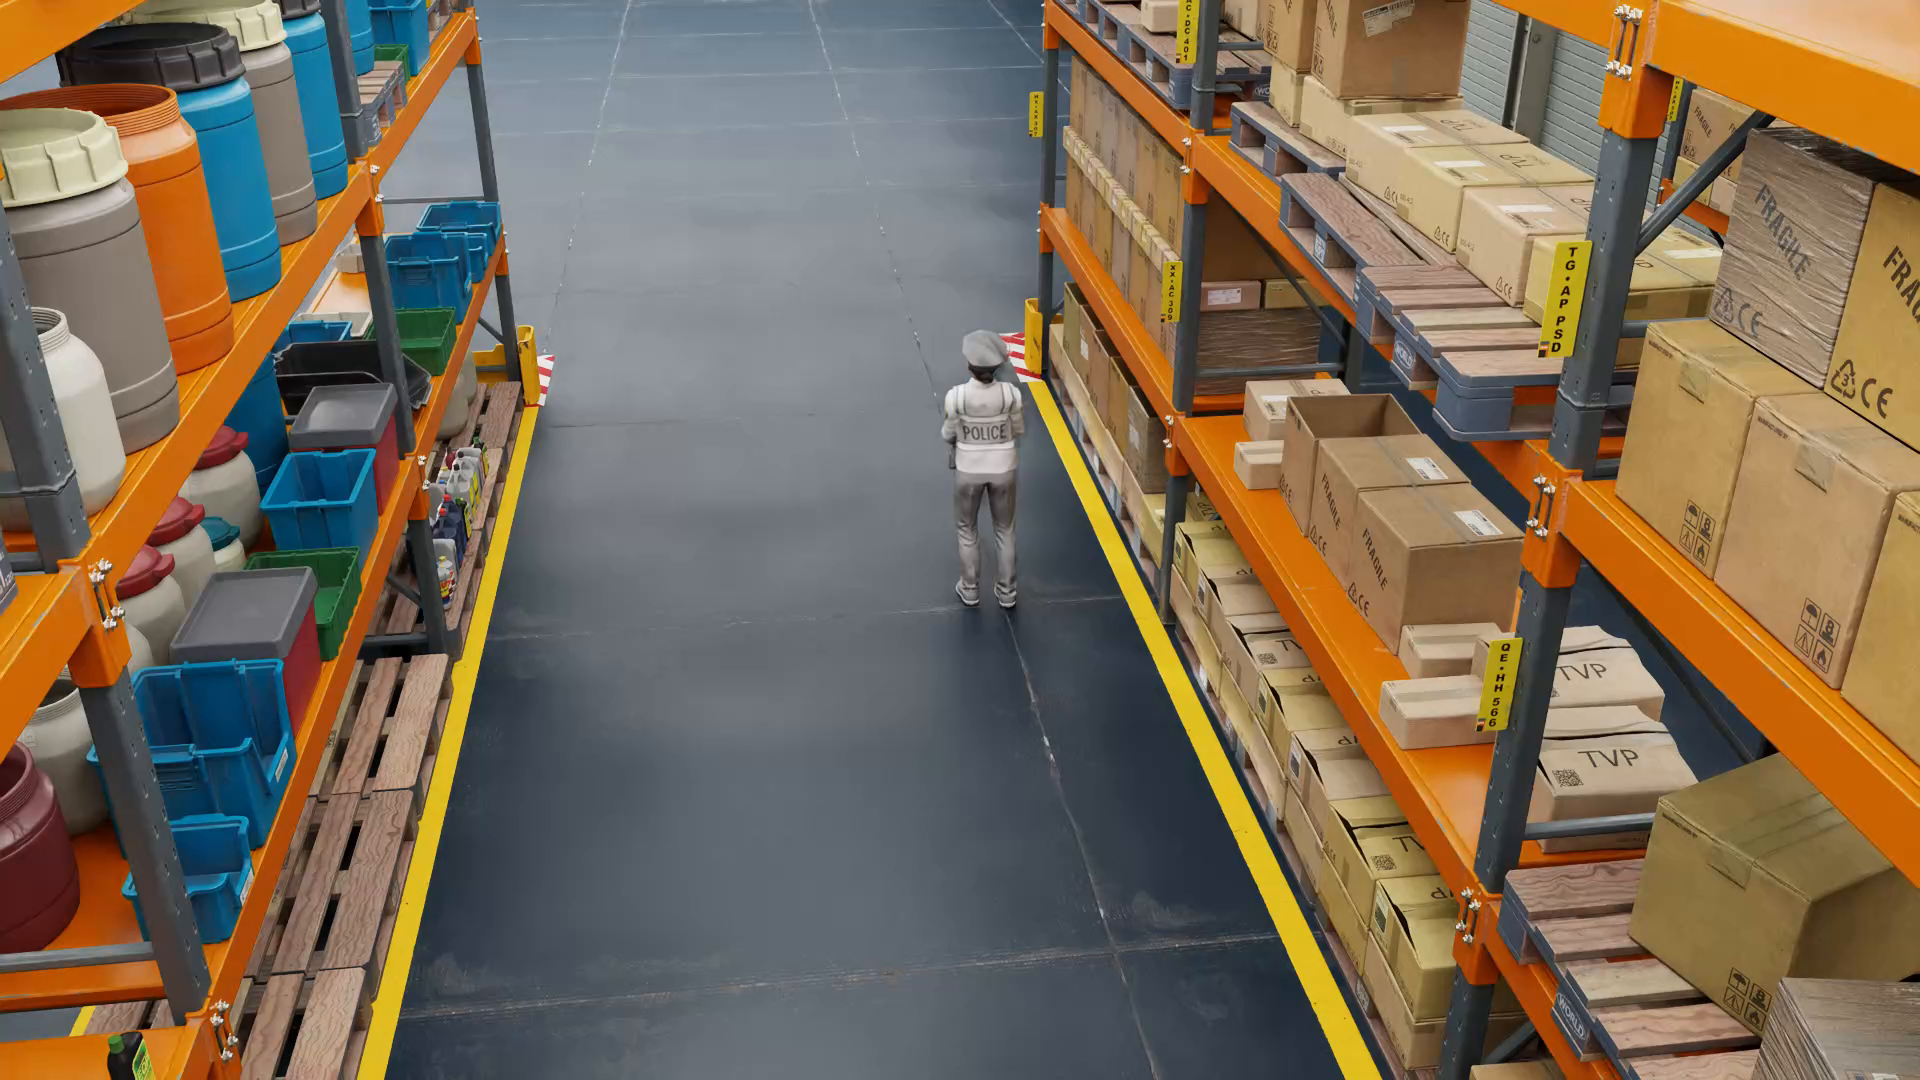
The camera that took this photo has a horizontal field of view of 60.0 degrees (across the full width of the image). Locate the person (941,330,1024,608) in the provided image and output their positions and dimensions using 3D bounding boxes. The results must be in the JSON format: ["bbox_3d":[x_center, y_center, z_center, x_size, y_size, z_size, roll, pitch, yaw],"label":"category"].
[{"bbox_3d":[0.125,-0.416,9.393,0.461,1.687,0.562,-3,27,-6],"label":"person"}]
